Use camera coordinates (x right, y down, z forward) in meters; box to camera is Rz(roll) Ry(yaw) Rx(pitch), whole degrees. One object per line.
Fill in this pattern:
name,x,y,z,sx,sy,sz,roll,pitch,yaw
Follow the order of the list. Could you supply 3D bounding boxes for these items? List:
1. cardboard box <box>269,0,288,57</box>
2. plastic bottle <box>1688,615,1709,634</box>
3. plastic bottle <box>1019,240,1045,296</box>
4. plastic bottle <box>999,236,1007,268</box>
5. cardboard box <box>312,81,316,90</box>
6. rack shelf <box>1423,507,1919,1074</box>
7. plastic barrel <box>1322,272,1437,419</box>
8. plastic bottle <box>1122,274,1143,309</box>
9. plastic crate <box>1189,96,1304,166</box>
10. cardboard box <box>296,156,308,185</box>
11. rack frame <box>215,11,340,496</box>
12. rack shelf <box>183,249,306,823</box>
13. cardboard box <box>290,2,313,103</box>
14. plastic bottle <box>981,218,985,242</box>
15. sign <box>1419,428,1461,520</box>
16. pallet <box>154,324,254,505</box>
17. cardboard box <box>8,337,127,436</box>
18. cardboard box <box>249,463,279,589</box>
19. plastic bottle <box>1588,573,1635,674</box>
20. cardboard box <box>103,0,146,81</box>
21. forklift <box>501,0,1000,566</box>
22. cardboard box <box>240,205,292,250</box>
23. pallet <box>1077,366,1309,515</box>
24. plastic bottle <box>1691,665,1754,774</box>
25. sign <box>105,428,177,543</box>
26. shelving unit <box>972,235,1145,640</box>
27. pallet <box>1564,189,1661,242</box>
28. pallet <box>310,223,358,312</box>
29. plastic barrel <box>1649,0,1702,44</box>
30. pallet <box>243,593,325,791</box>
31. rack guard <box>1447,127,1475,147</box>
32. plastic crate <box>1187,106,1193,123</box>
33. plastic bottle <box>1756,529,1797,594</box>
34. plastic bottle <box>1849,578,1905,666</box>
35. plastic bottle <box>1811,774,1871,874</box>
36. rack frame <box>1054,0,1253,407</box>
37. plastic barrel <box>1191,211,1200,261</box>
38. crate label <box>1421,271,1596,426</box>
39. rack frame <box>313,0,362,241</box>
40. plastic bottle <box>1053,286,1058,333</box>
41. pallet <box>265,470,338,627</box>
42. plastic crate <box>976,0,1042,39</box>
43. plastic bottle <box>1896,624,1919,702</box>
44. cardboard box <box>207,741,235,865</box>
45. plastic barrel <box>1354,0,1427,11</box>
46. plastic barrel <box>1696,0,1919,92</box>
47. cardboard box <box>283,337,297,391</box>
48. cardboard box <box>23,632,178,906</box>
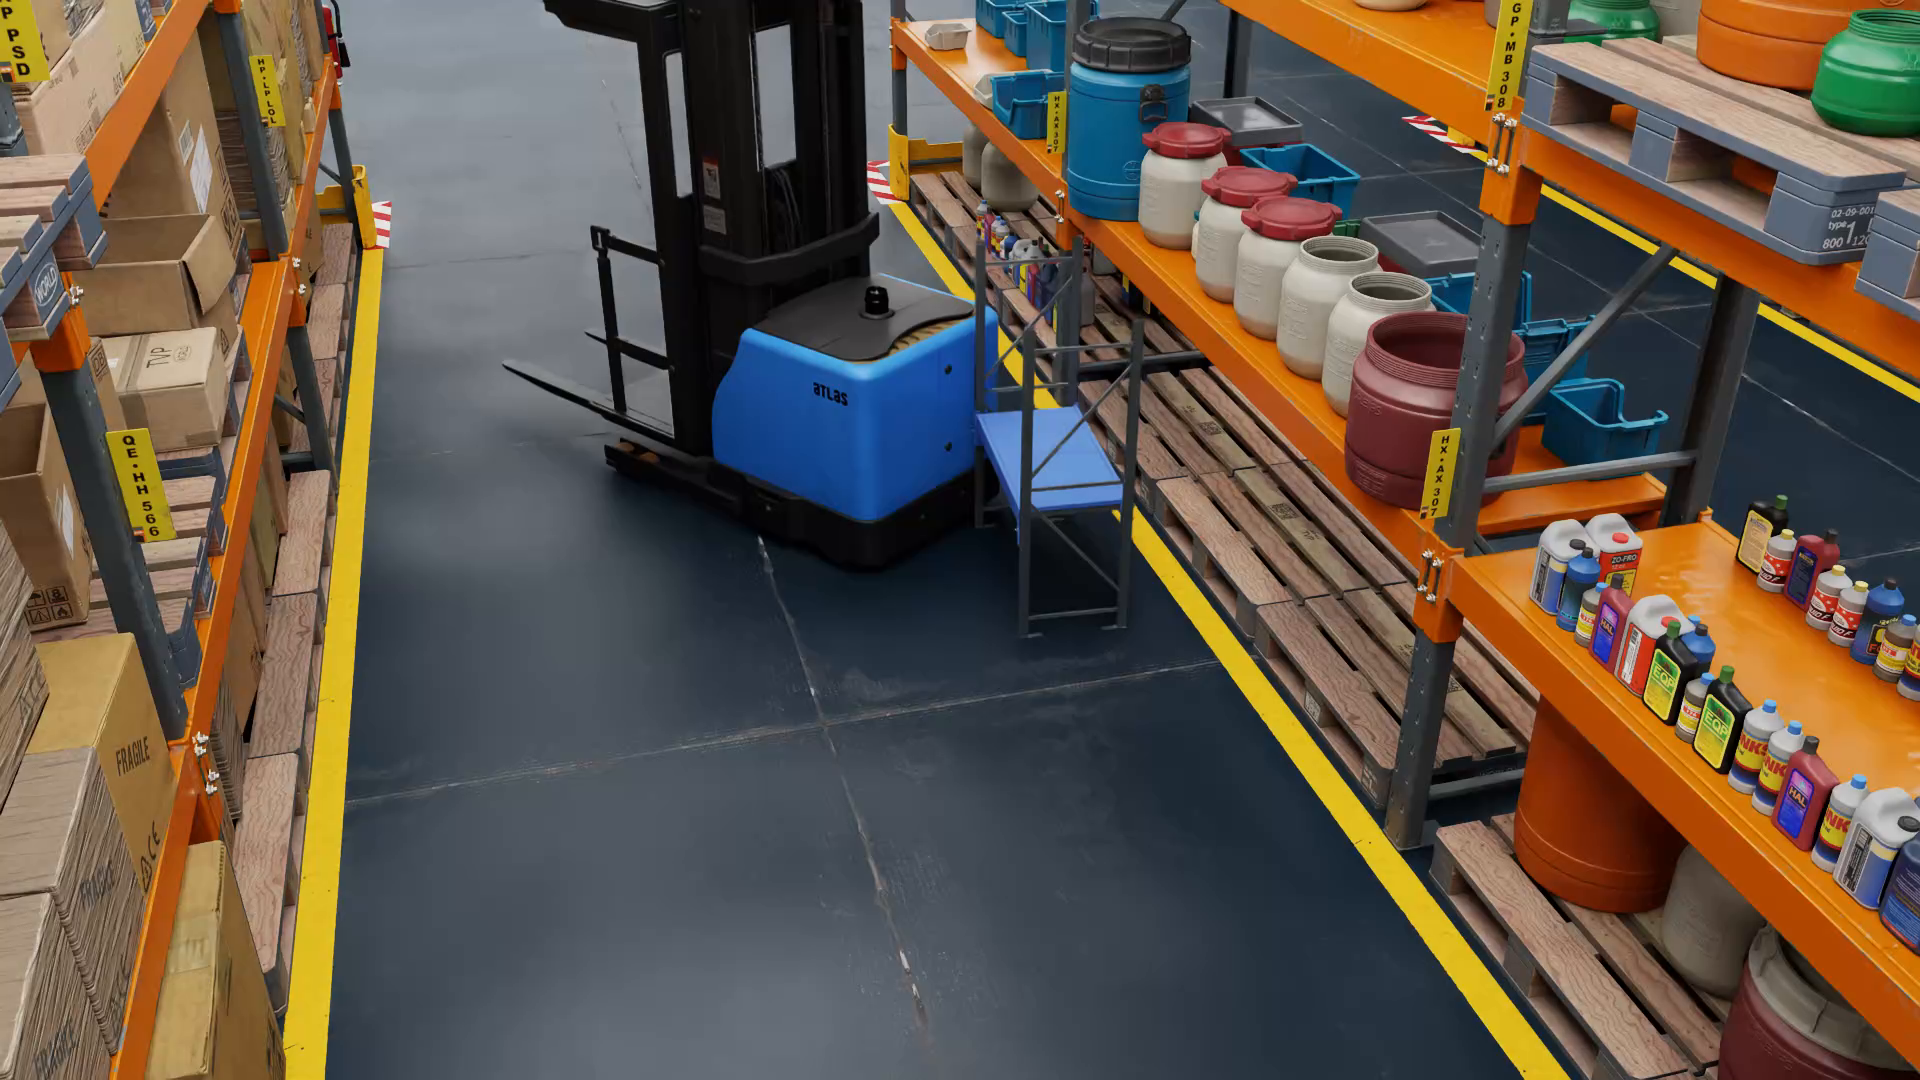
cardboard box,-3.872,-2.833,8.756,0.500,0.500,0.500,-8,31,-13
plastic bottle,2.147,0.315,4.911,0.097,0.201,0.097,0,30,0
plastic bottle,0.459,-1.719,10.430,0.144,0.351,0.185,-8,31,-14
plastic bottle,0.307,-1.886,10.868,0.097,0.201,0.097,0,30,0
cardboard box,-4.336,-2.973,10.643,0.380,0.149,0.250,-8,31,-13
rack shelf,2.637,1.056,4.149,1.077,0.370,4.000,-8,31,-13
plastic barrel,1.627,-0.738,6.419,0.421,0.512,0.421,0,30,0
plastic bottle,1.091,-1.623,10.265,0.144,0.351,0.185,-8,31,-13
plastic crate,1.468,-1.988,8.626,0.402,0.464,0.583,-8,31,-13
cardboard box,-3.747,-2.015,8.988,0.380,0.149,0.250,-8,31,-13
rack frame,-3.731,-1.495,7.838,1.000,3.000,0.127,-8,31,-13
rack shelf,-3.200,-0.217,6.349,1.077,0.370,4.000,-8,31,-13
cardboard box,-4.334,-2.857,9.794,0.875,0.500,0.500,-8,31,-13
plastic bottle,0.191,-2.097,11.233,0.097,0.201,0.097,0,30,0
sign,1.577,-0.215,5.465,0.100,0.325,0.005,-8,31,-13
pallet,-3.234,-0.430,6.191,1.003,0.211,1.213,-8,31,-13
cardboard box,-3.096,-0.300,5.254,0.700,0.500,0.500,-3,30,-6
cardboard box,-3.480,-0.071,7.434,0.700,0.500,0.500,-8,31,-14
plastic bottle,1.952,0.246,4.947,0.061,0.283,0.133,-8,31,-13
cardboard box,-2.830,-1.552,5.092,0.500,0.250,0.500,-7,31,-12
forklift,-1.258,-1.743,8.336,3.031,2.935,1.130,22,37,33
cardboard box,-3.498,-1.530,8.149,0.380,0.149,0.250,-8,31,-13
pallet,1.290,-0.572,9.028,1.003,0.211,1.213,-8,31,-13
plastic bottle,2.085,0.487,4.531,0.061,0.283,0.133,-8,31,-13
sign,-2.135,-0.139,4.340,0.100,0.325,0.005,-8,31,-13
shelving unit,0.413,-0.480,7.582,0.538,1.500,1.048,-5,30,-9
pallet,5.323,-2.583,12.502,1.003,0.211,1.213,-8,31,-13
pallet,-4.591,-1.786,11.125,1.003,0.211,1.213,-8,31,-13
plastic barrel,2.319,-1.759,5.188,0.421,0.512,0.421,0,30,0
pallet,-3.196,0.678,6.867,1.003,0.211,1.213,-8,31,-13
rack guard,4.753,-3.672,14.094,1.175,0.500,0.348,-8,31,-13
plastic crate,1.028,-2.396,9.457,0.767,0.338,0.504,-8,31,-13
plastic bottle,2.638,0.061,5.348,0.097,0.201,0.097,0,30,0
plastic bottle,2.751,0.237,4.975,0.097,0.271,0.097,0,30,0
plastic bottle,2.220,0.704,4.168,0.097,0.271,0.097,0,30,0
rack frame,1.044,-2.153,8.976,1.000,3.000,0.127,-8,31,-13
plastic barrel,1.248,-1.434,7.871,0.301,0.262,0.301,0,30,0
crate label,2.103,-0.752,6.520,0.502,0.435,0.616,-8,31,-13
rack frame,-4.793,-3.427,11.176,1.000,3.000,0.127,-8,31,-13
plastic bottle,0.598,-1.357,9.872,0.061,0.283,0.133,-6,31,-11
pallet,-3.523,0.088,7.887,1.003,0.211,1.213,-8,31,-13
plastic crate,0.404,-3.819,12.002,0.499,0.251,0.616,-8,31,-13
plastic bottle,2.802,0.331,4.813,0.097,0.271,0.097,0,30,0
cardboard box,-2.867,1.008,5.571,0.700,0.500,0.500,-9,31,-16
plastic barrel,1.543,-2.043,5.929,0.301,0.262,0.301,0,30,0
plastic barrel,2.254,-1.613,4.199,0.600,0.830,0.708,-8,31,-13
cardboard box,-3.958,-1.069,9.178,0.500,0.500,0.500,2,30,3
cardboard box,-2.300,0.599,4.120,0.500,0.500,0.500,-7,31,-12
